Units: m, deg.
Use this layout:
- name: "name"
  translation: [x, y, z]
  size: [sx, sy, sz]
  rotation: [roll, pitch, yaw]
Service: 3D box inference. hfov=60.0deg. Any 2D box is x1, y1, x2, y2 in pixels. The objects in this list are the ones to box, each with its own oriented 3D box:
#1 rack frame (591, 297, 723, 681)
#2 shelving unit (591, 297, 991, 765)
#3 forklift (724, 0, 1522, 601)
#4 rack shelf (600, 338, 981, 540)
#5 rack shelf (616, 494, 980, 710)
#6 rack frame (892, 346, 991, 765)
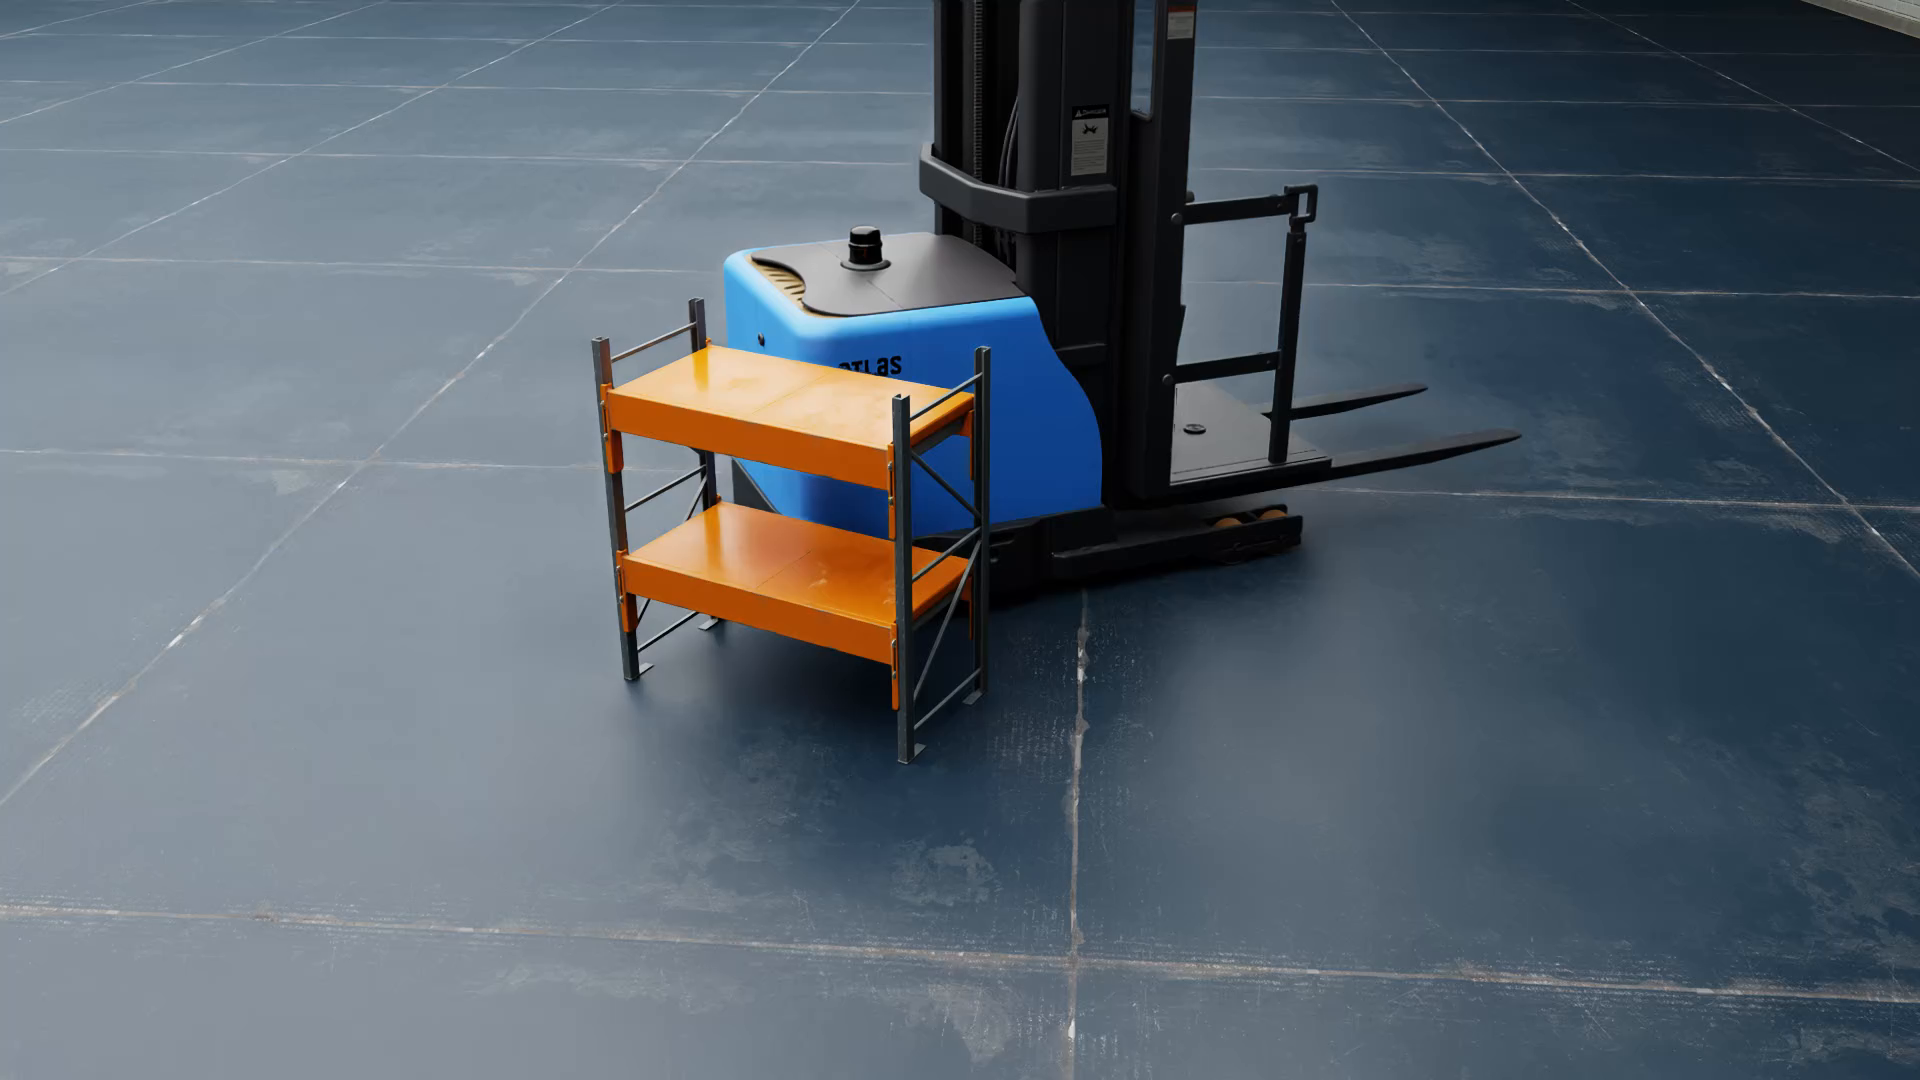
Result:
- name: "rack frame"
  translation: [-0.935, -0.157, 5.246]
  size: [0.032, 1.125, 0.500]
  rotation: [13, 28, 26]
- name: "shelving unit"
  translation: [-0.490, -0.054, 5.023]
  size: [1.048, 1.125, 0.538]
  rotation: [13, 28, 26]
- name: "forklift"
  translation: [0.714, -1.437, 5.866]
  size: [3.031, 2.935, 1.130]
  rotation: [-10, 26, -20]
- name: "rack shelf"
  translation: [-0.490, -0.320, 4.900]
  size: [1.000, 0.278, 0.538]
  rotation: [13, 28, 26]
- name: "rack shelf"
  translation: [-0.490, 0.168, 5.125]
  size: [1.000, 0.278, 0.538]
  rotation: [13, 28, 26]
- name: "rack frame"
  translation: [-0.046, 0.049, 4.799]
  size: [0.032, 1.125, 0.500]
  rotation: [13, 28, 26]
